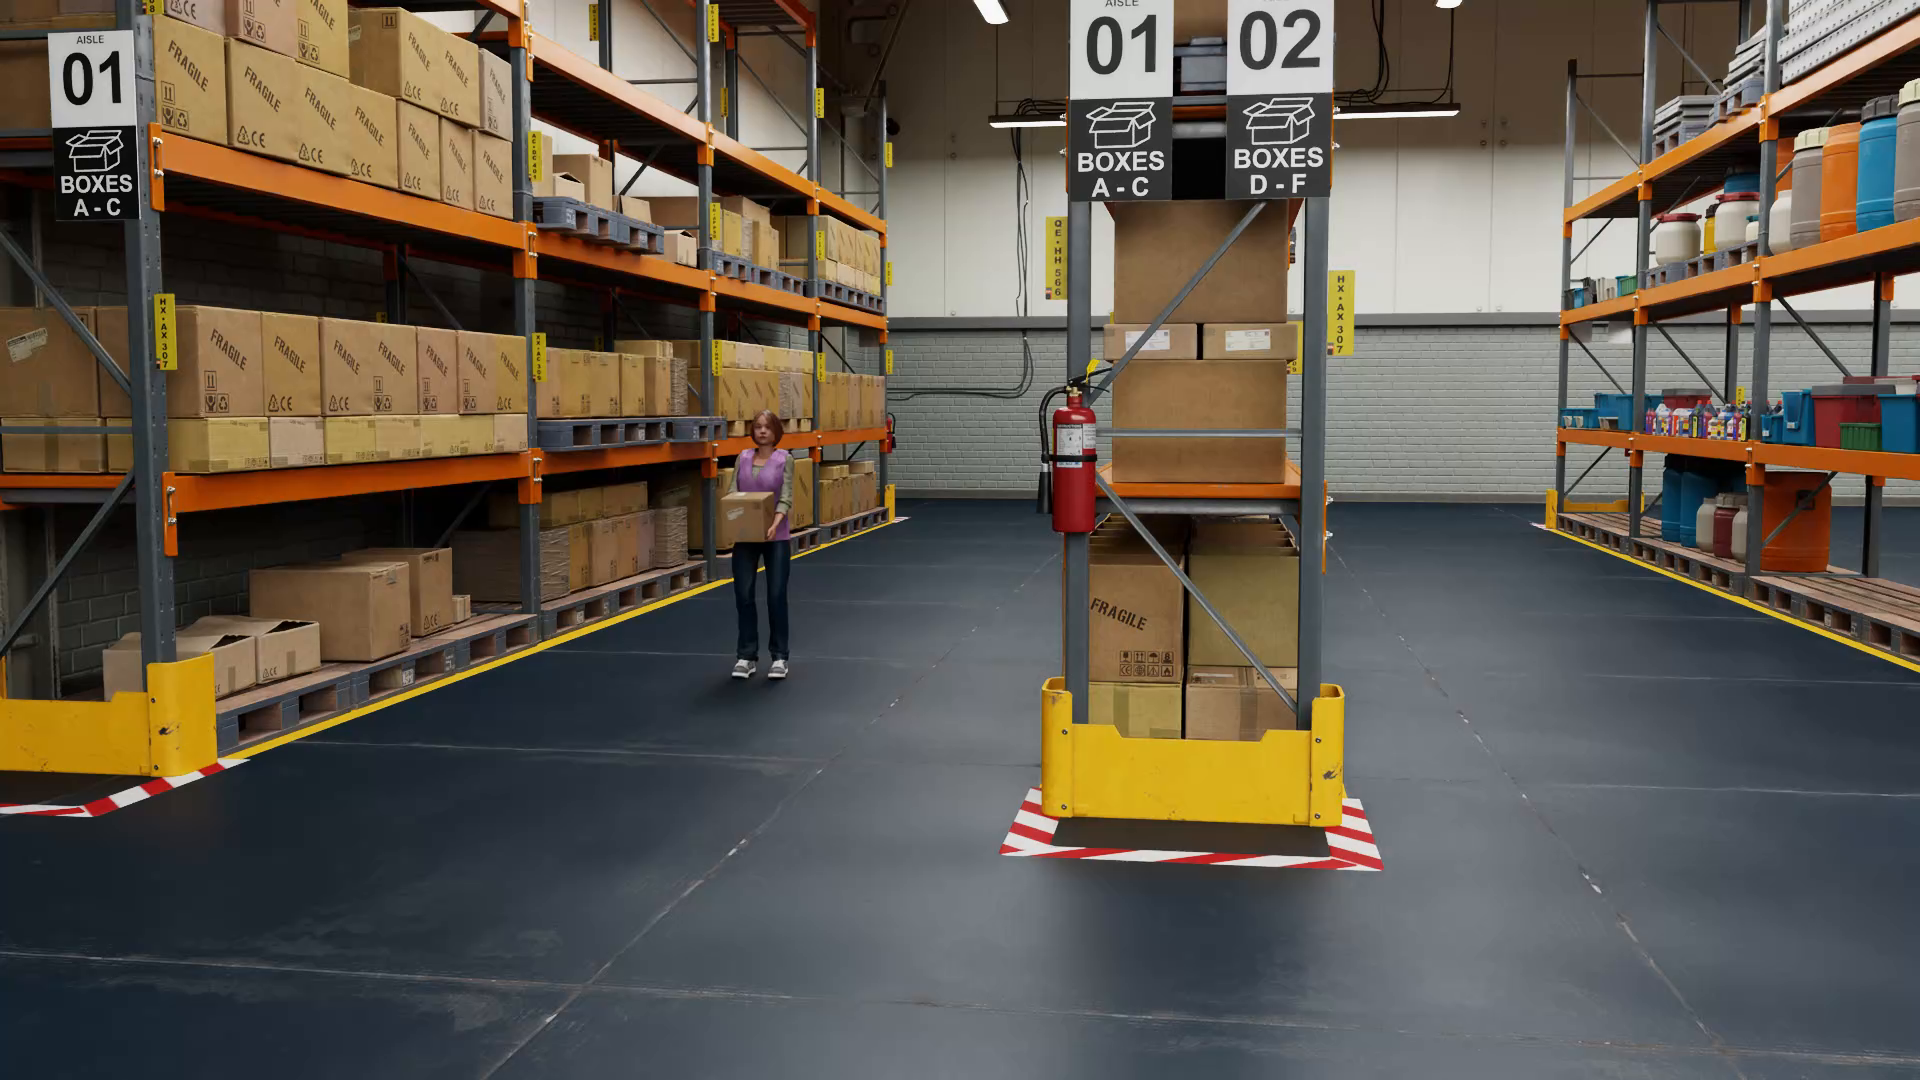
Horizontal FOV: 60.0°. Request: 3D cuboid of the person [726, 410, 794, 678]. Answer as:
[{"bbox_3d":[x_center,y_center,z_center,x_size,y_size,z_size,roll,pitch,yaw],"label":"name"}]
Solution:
[{"bbox_3d":[-1.191,0.027,9.828,0.407,1.588,0.494,1,5,9],"label":"person"}]
